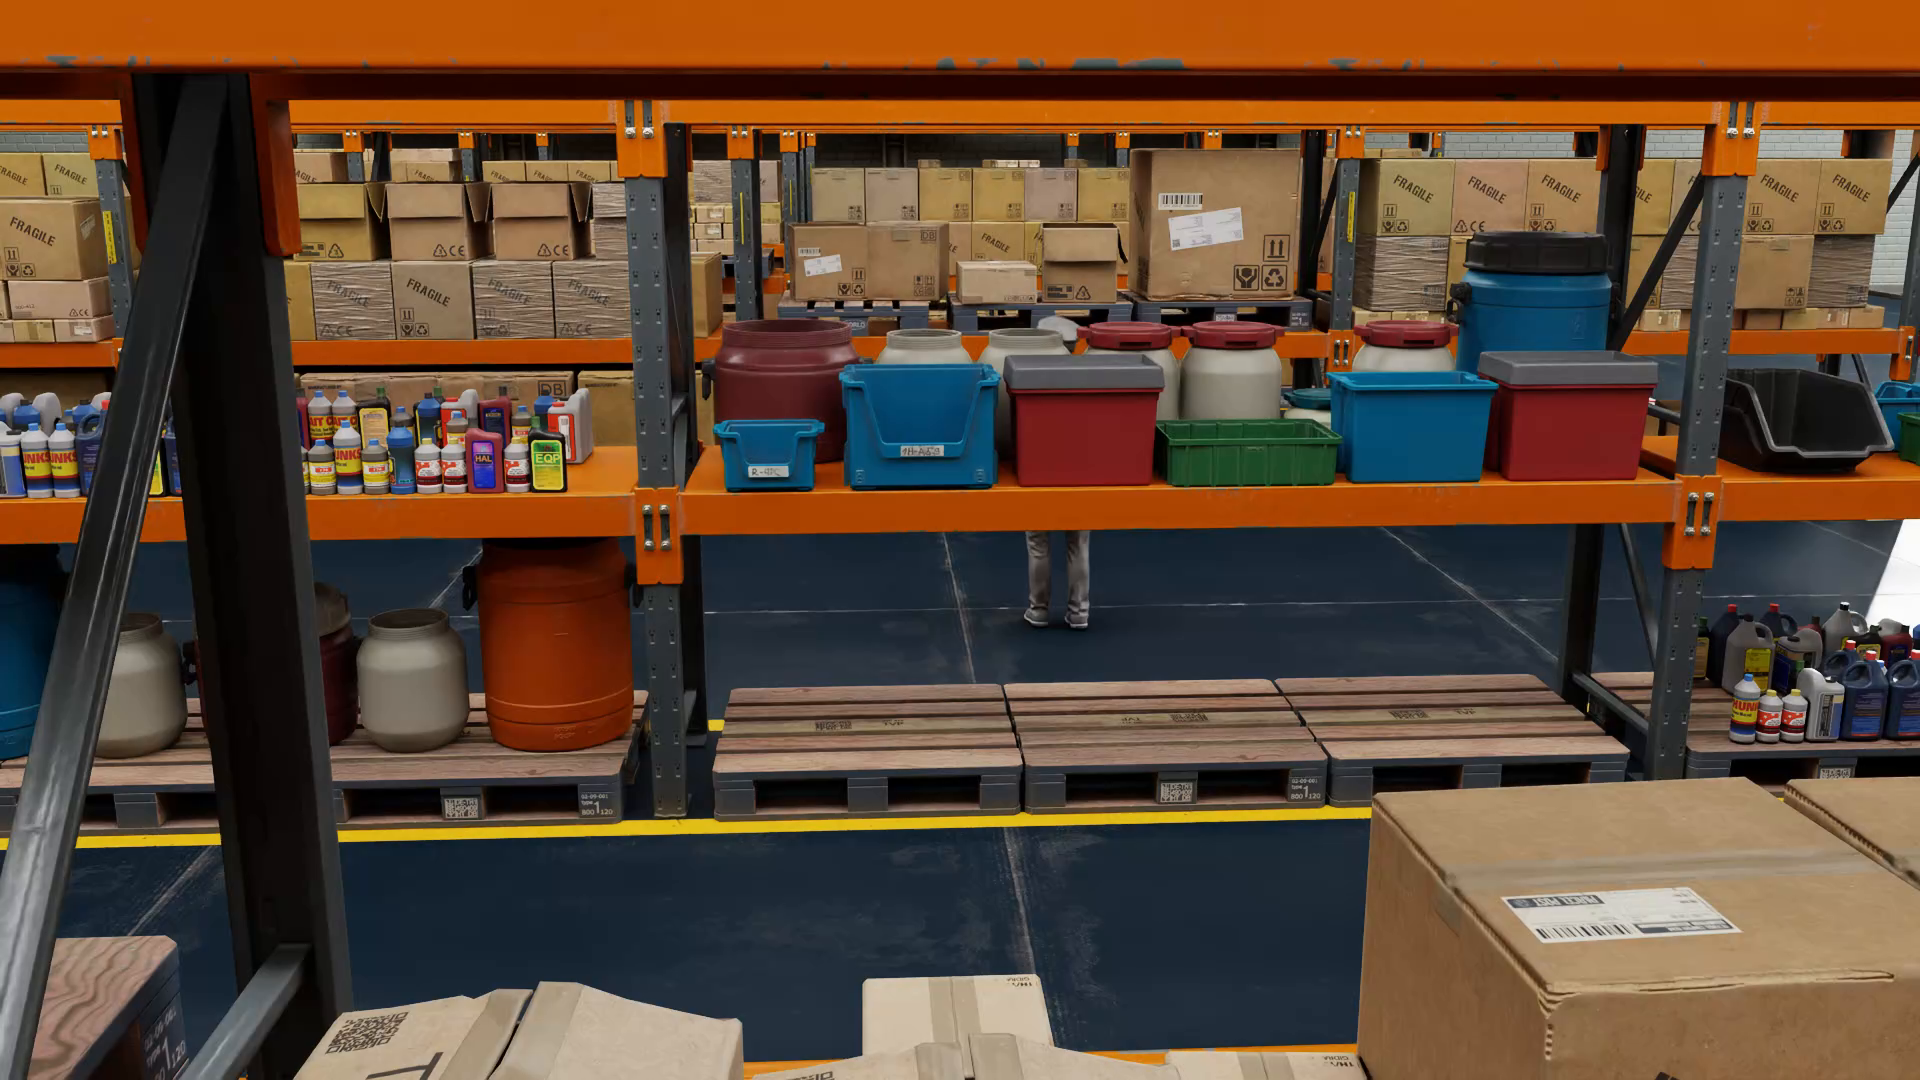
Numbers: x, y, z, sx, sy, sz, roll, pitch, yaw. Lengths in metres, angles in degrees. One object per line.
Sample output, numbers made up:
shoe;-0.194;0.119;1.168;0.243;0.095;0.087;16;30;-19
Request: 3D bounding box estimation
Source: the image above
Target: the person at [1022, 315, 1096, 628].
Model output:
person;0.512;-0.351;8.902;0.504;1.678;0.410;-1;14;-5
